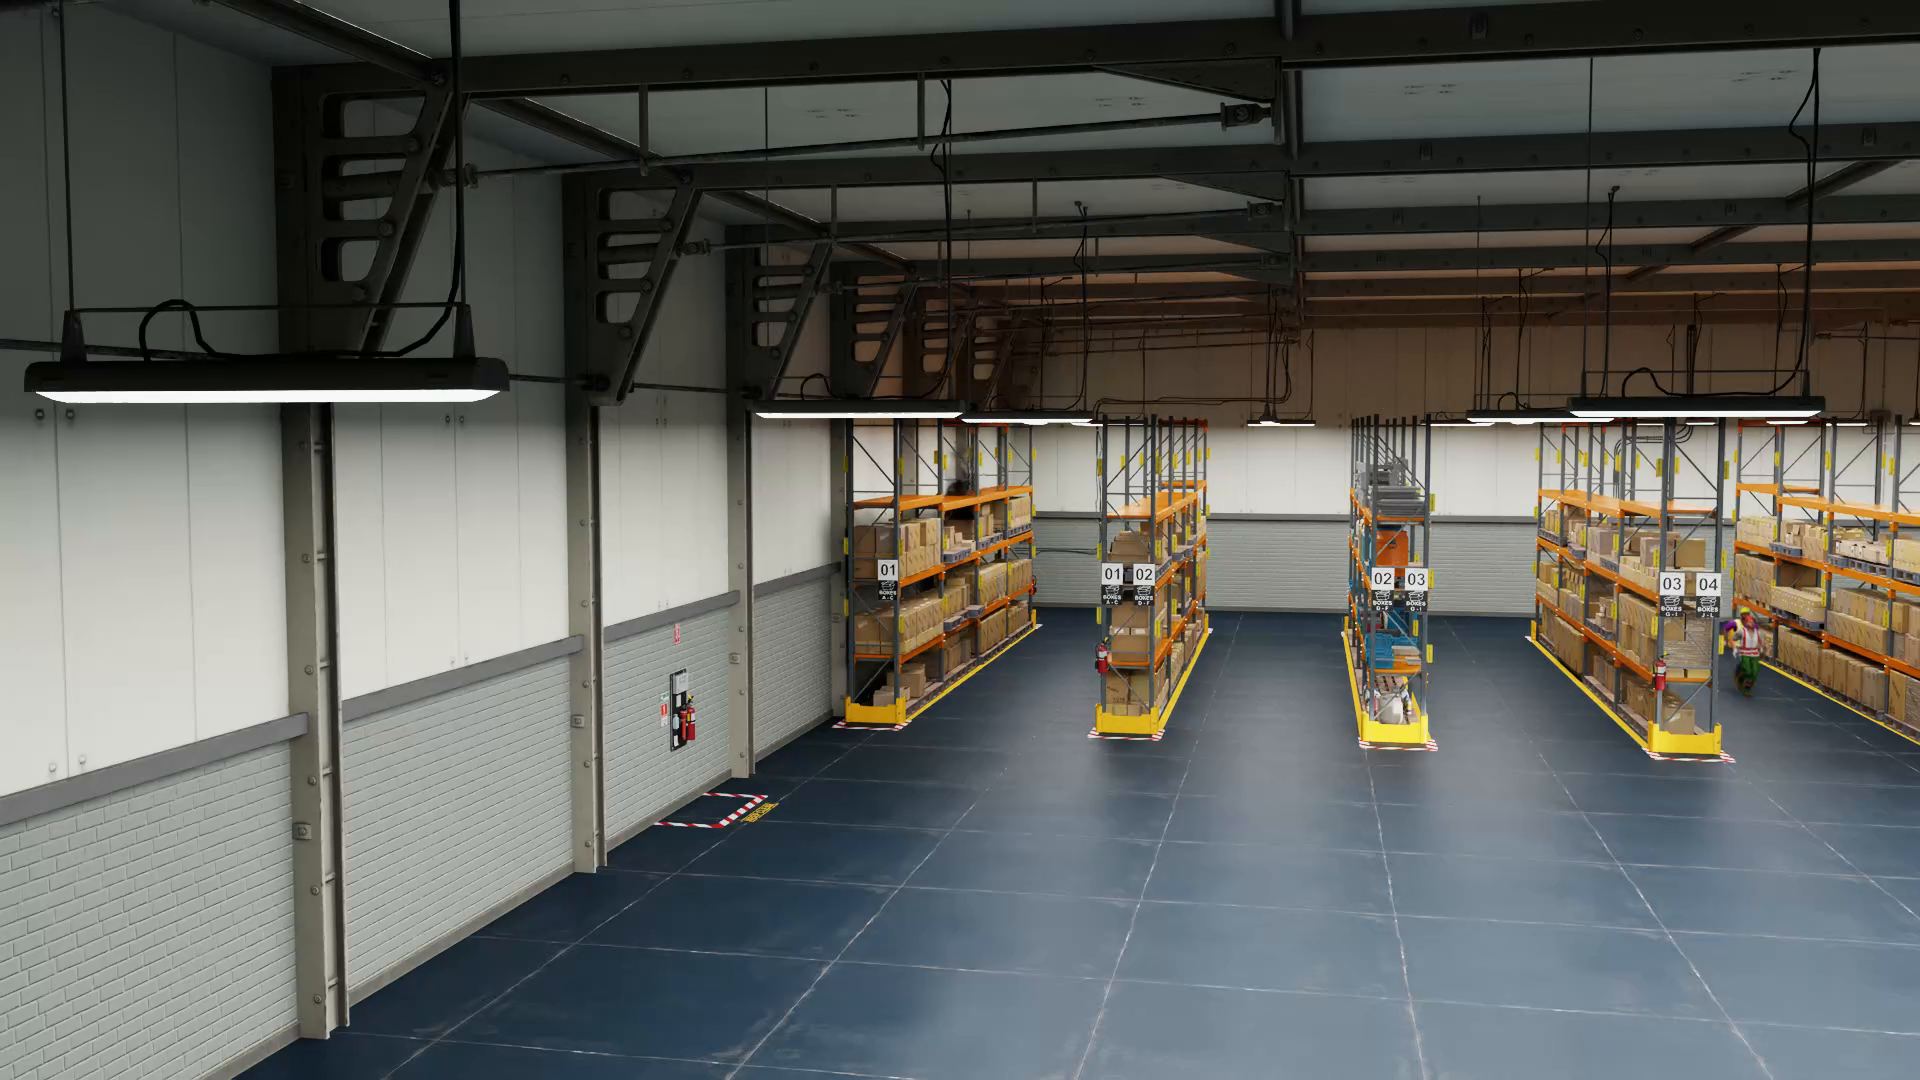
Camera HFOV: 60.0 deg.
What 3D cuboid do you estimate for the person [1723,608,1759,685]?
[{"bbox_3d":[17.427,2.376,36.983,0.692,1.741,0.660,0,4,0],"label":"person"}]

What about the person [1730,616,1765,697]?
[{"bbox_3d":[16.872,2.492,35.514,0.664,1.745,0.583,0,4,5],"label":"person"}]
